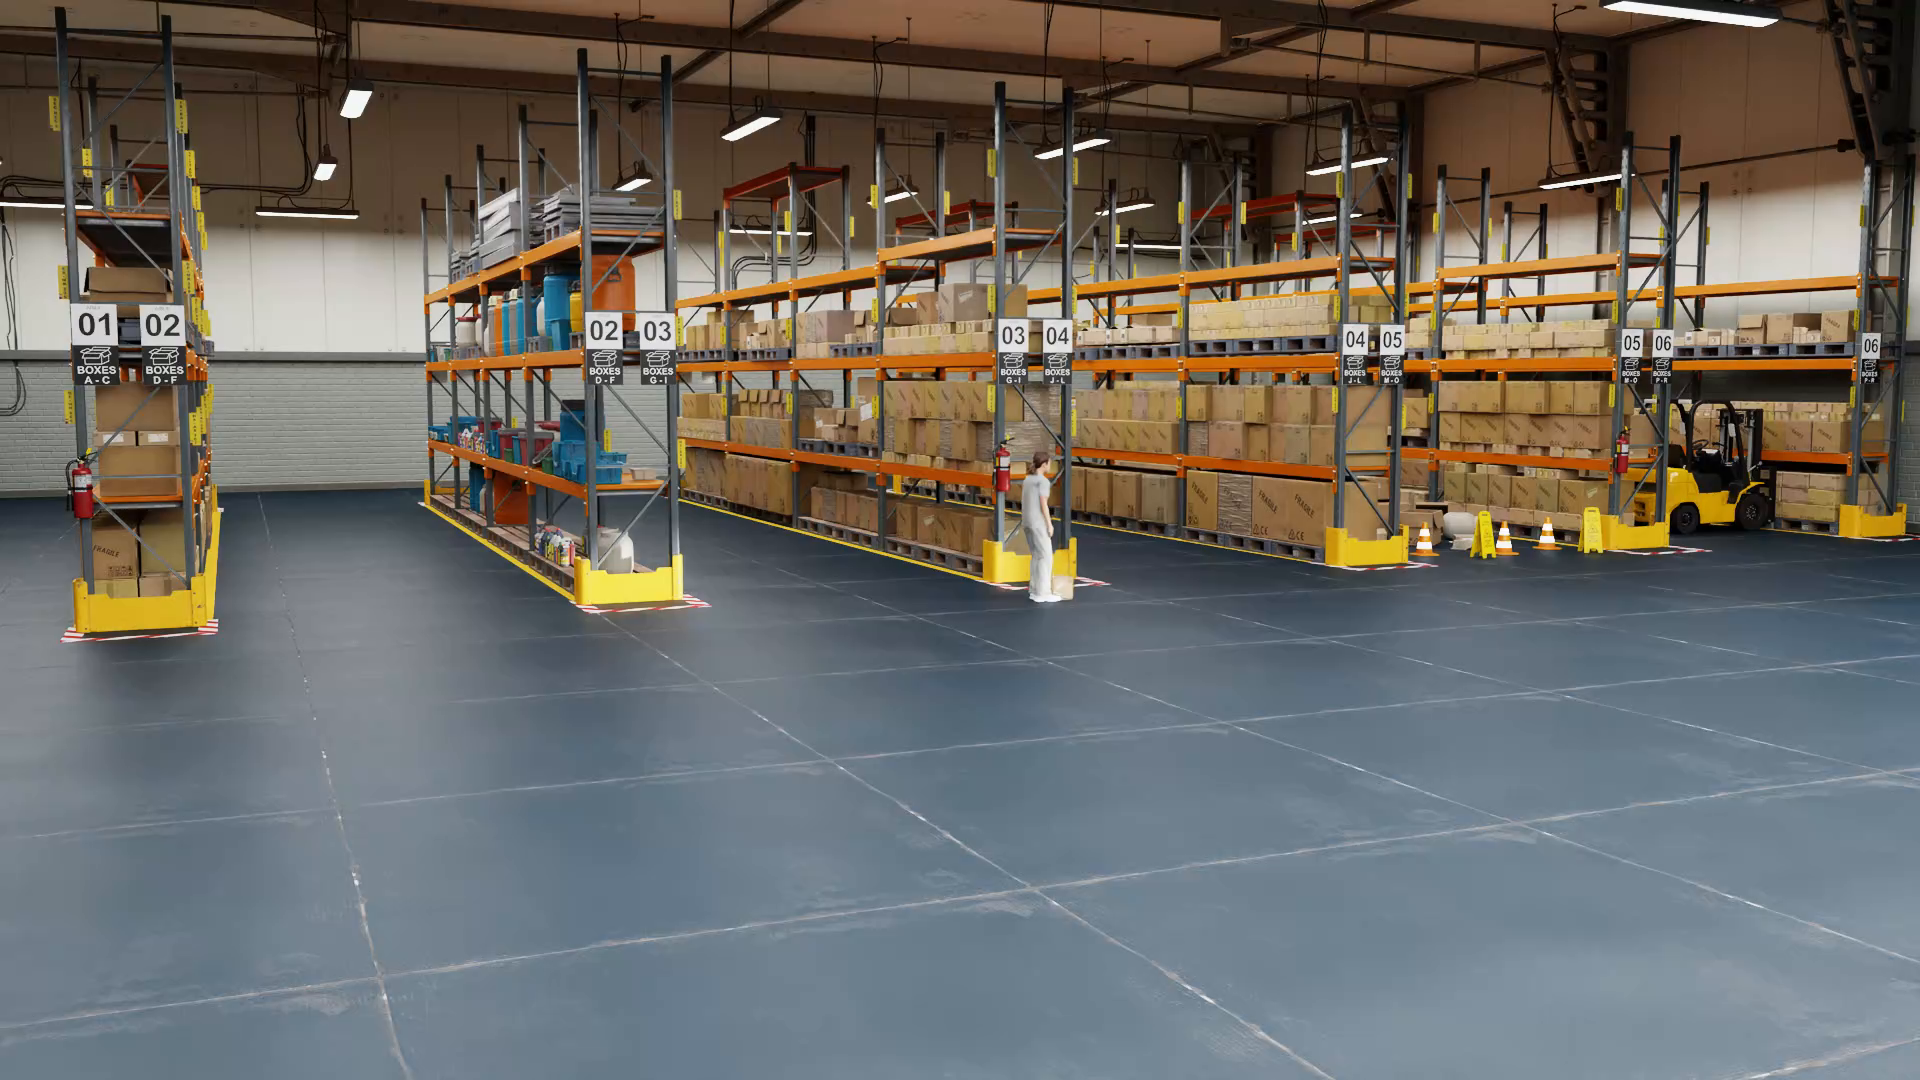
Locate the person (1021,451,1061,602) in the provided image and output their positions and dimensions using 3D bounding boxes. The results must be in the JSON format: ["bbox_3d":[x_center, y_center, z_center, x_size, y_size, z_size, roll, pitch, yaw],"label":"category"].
[{"bbox_3d":[0.905,-0.159,18.625,0.410,1.672,0.514,-3,6,-27],"label":"person"}]
